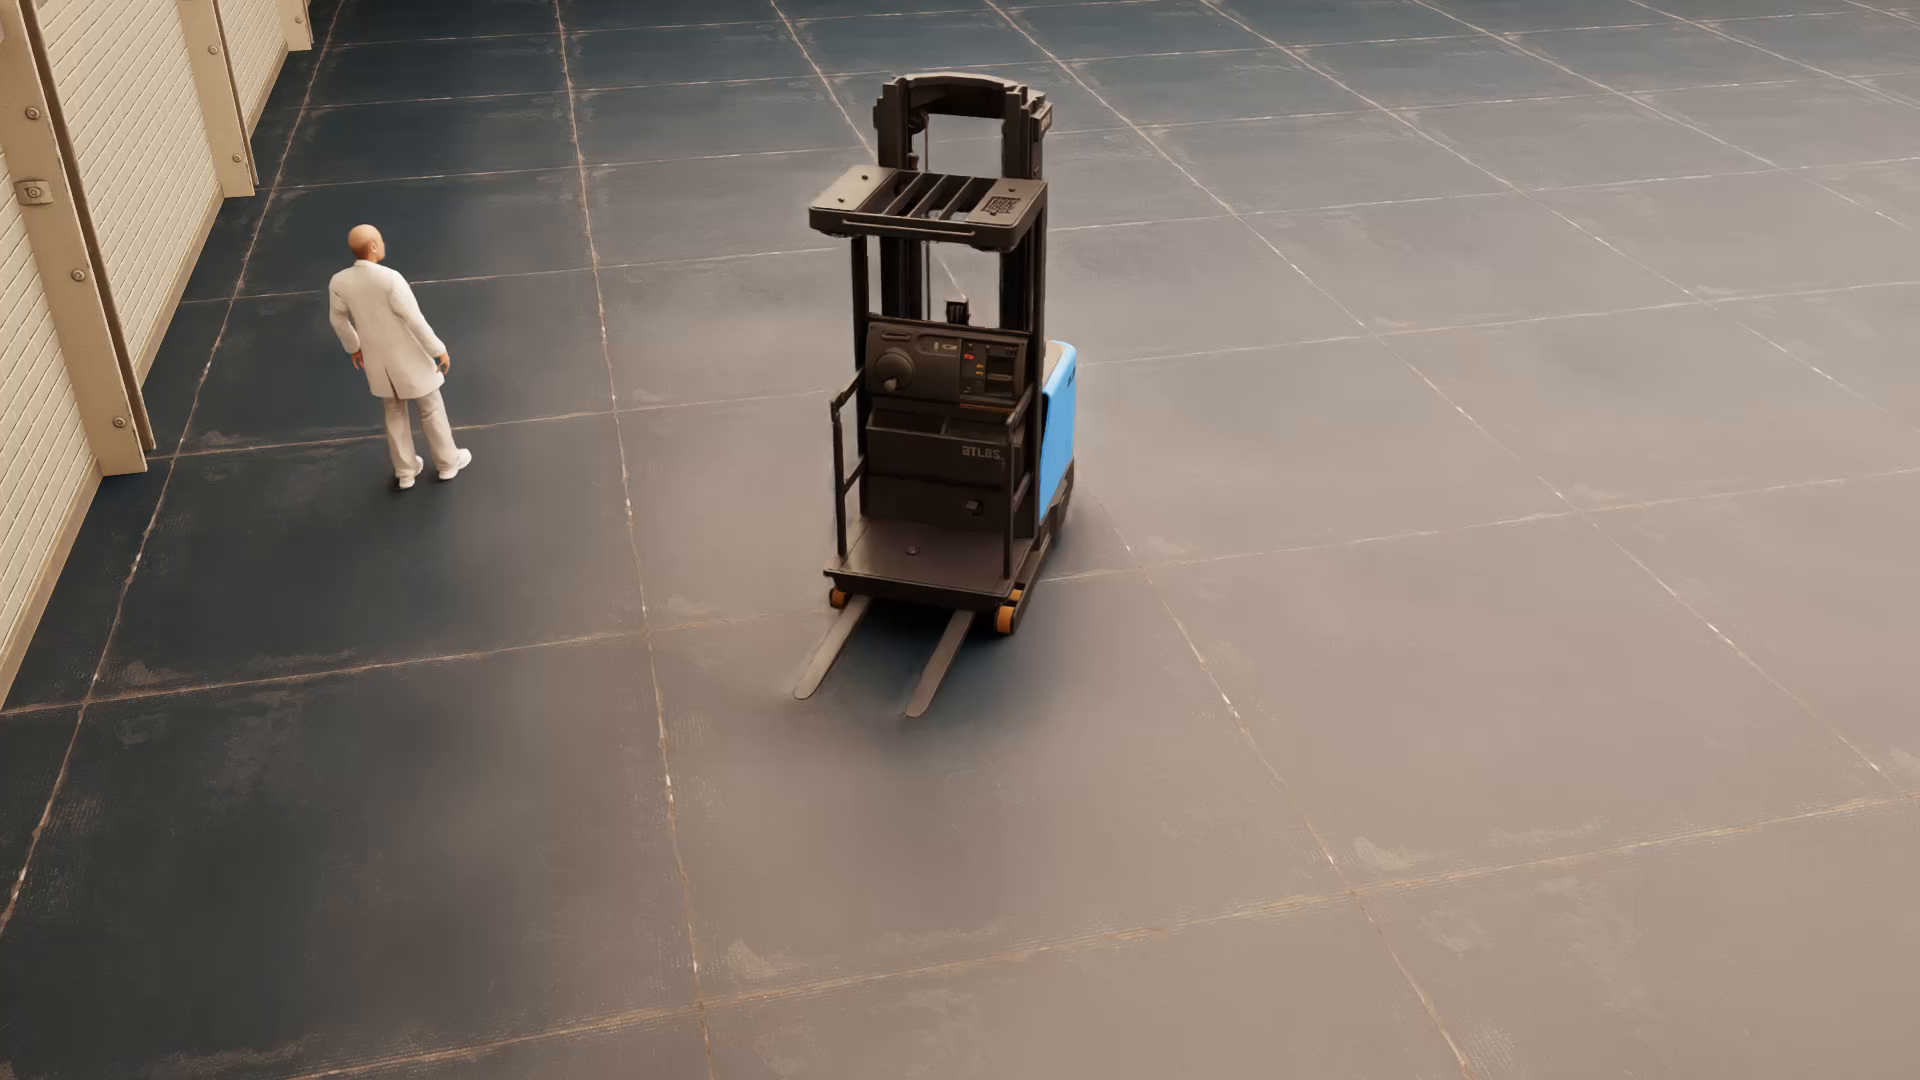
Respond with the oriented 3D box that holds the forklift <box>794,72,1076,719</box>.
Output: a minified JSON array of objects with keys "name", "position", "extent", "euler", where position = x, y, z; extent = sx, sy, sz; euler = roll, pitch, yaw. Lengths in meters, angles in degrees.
[{"name":"forklift","position":[-0.137,-0.942,9.202],"extent":[1.130,2.935,3.031],"euler":[8,31,13]}]

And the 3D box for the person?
[{"name":"person","position":[-3.642,-1.228,10.848],"extent":[0.749,1.777,0.561],"euler":[6,31,9]}]
